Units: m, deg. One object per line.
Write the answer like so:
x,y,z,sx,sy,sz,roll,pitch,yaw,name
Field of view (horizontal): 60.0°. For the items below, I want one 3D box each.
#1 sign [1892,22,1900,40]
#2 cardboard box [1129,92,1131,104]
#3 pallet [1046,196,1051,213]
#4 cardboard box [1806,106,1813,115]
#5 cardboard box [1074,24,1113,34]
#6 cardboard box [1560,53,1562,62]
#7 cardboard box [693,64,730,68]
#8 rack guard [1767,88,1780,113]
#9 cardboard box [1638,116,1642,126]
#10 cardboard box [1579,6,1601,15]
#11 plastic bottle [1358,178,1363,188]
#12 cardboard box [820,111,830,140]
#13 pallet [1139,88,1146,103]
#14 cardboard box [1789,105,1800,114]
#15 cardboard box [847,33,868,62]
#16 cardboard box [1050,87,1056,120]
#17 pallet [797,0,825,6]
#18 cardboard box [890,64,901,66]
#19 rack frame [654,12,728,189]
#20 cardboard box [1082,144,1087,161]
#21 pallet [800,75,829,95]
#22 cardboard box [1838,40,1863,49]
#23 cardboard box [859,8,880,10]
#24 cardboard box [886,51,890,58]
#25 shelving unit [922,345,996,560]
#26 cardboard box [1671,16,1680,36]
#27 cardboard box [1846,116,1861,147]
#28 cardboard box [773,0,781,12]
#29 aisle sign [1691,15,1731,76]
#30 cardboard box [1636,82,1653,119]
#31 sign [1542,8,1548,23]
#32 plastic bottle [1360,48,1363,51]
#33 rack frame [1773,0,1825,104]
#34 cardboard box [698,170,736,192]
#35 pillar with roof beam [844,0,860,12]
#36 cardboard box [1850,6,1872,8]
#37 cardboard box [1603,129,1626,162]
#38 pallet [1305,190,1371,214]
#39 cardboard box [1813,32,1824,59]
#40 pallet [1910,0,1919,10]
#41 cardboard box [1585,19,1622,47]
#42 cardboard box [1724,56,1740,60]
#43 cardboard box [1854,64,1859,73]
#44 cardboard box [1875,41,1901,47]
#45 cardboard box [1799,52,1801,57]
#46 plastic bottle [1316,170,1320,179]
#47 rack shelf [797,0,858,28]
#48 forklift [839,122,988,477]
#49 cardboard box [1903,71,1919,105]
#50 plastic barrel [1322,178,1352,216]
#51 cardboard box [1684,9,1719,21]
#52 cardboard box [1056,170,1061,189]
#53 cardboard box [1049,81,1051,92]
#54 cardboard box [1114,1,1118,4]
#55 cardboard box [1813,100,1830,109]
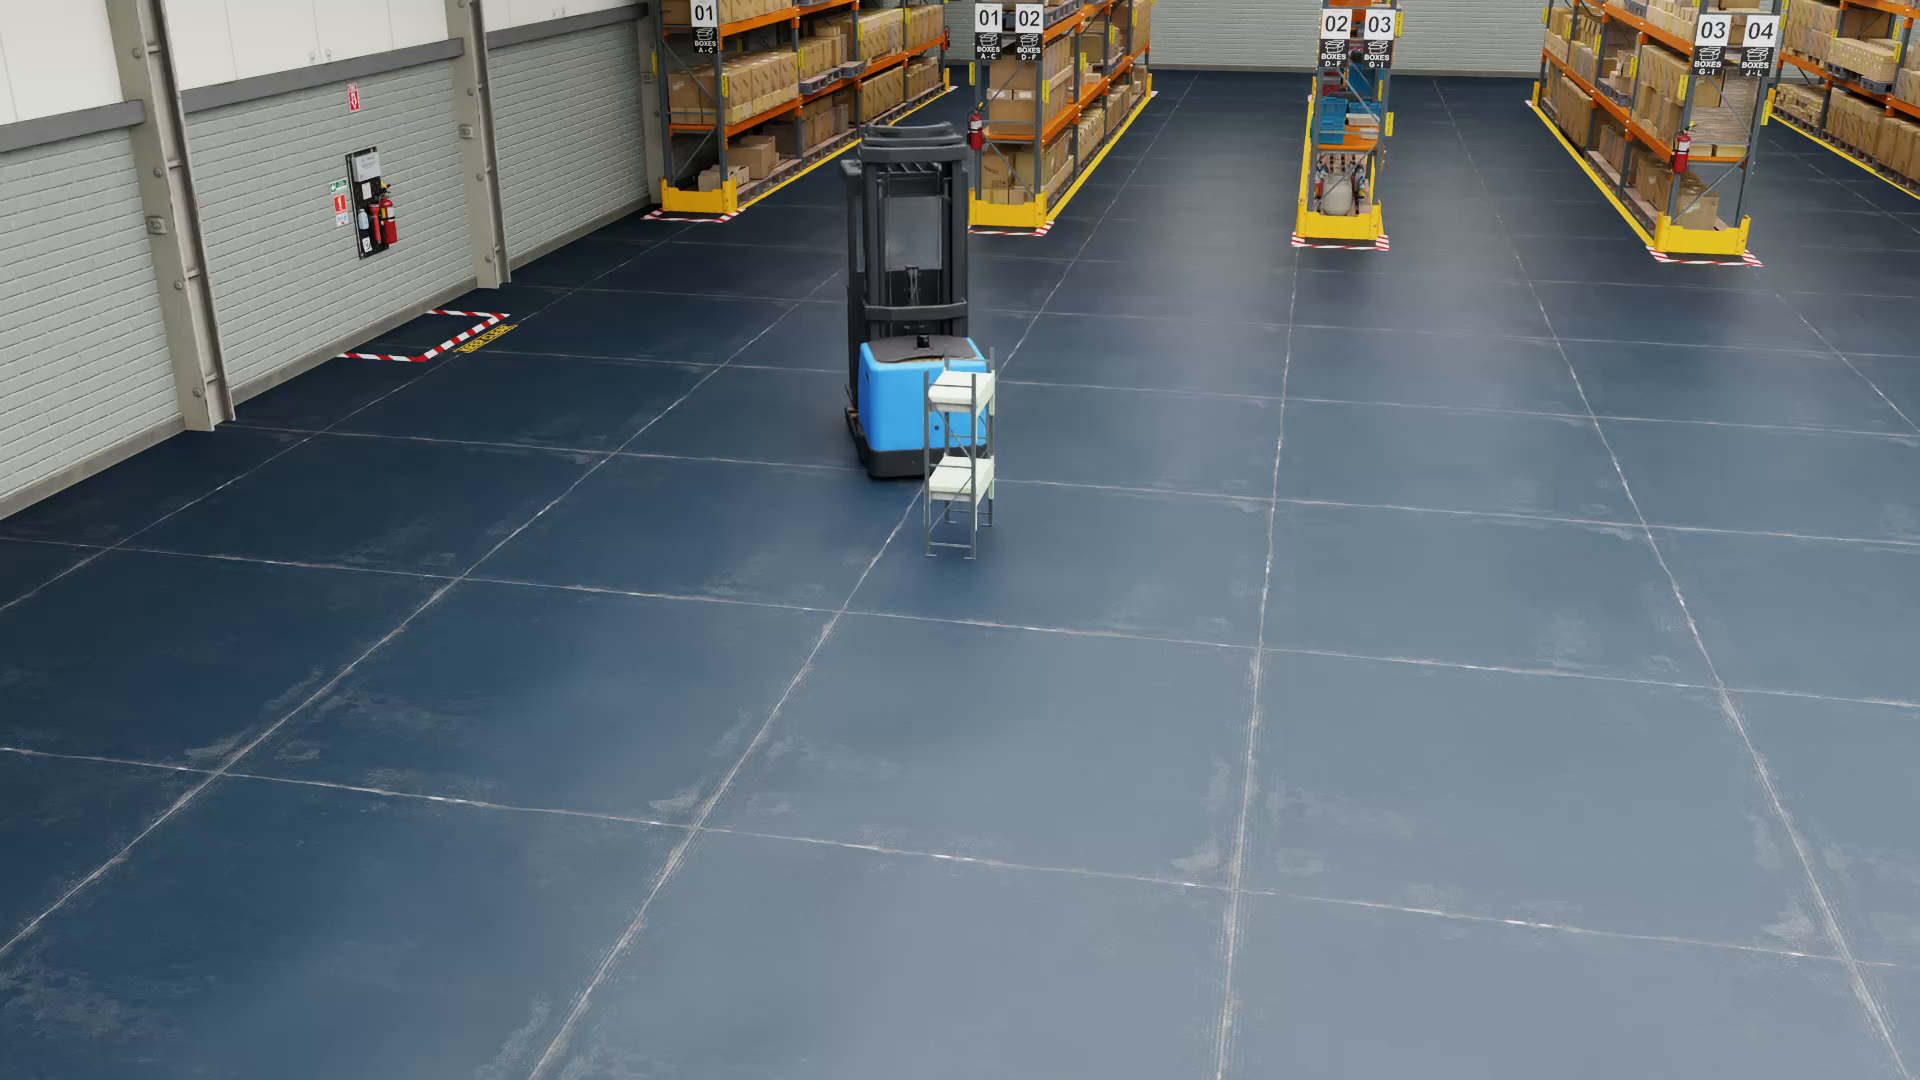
18.242,-9.920,32.419,0.100,0.325,0.005,4,22,11,sign
3.464,-9.689,36.407,0.500,0.311,0.500,4,22,11,cardboard box
0.833,-5.196,25.973,1.003,0.211,1.213,4,22,11,pallet
17.532,-8.773,33.977,0.380,0.149,0.250,4,22,9,cardboard box
2.772,-10.424,34.525,0.700,0.500,0.500,8,23,19,cardboard box
12.710,-10.047,34.621,0.380,0.149,0.250,4,22,10,cardboard box
-4.031,-7.432,26.962,0.500,0.500,0.500,4,22,9,cardboard box
18.499,-9.699,36.768,1.175,0.500,0.348,4,22,11,rack guard
10.805,-6.557,25.955,0.380,0.149,0.250,4,22,11,cardboard box
13.837,-11.520,36.741,0.500,0.500,0.500,5,22,12,cardboard box
6.331,-5.568,26.226,0.097,0.271,0.097,0,22,0,plastic bottle
-2.889,-7.923,31.767,0.700,0.500,0.500,4,22,11,cardboard box
3.805,-10.445,39.007,1.003,0.211,1.213,4,22,11,pallet
17.823,-9.128,35.258,0.380,0.149,0.250,3,22,8,cardboard box
-2.150,-9.861,33.263,0.500,0.500,0.500,5,22,13,cardboard box
1.139,-6.989,26.559,0.700,0.500,0.500,5,23,13,cardboard box
-3.086,-9.568,29.331,1.213,0.211,1.003,4,22,11,pallet
-1.496,-10.825,38.132,0.380,0.149,0.250,4,22,9,cardboard box
-4.133,-6.583,25.684,1.000,3.000,0.127,4,22,11,rack frame
1.964,-6.904,29.600,0.500,0.250,0.500,5,22,12,cardboard box
-3.018,-8.225,30.019,1.003,0.211,1.213,4,22,11,pallet
17.062,-9.473,31.838,0.380,0.149,0.250,5,22,11,cardboard box
-2.033,-11.365,35.994,0.500,0.250,0.500,5,23,13,cardboard box
-1.712,-10.348,35.343,0.380,0.149,0.250,4,22,11,cardboard box
-0.001,-0.693,13.067,0.431,1.500,0.755,4,22,11,shelving unit
10.476,-7.337,23.742,0.500,0.250,0.500,5,22,12,cardboard box
16.962,-7.641,31.095,0.500,0.500,0.500,3,22,9,cardboard box
-3.293,-9.105,27.771,0.500,0.500,0.500,3,22,6,cardboard box
10.108,-6.656,22.386,0.394,0.787,0.004,4,22,11,aisle sign
10.942,-6.757,25.585,0.875,0.500,0.500,4,22,11,cardboard box
13.138,-11.785,37.334,0.100,0.325,0.005,4,22,11,sign
8.110,-9.765,33.650,0.144,0.351,0.185,4,22,11,plastic bottle
18.515,-10.887,36.370,1.000,3.000,0.127,4,22,11,rack frame
-3.903,-5.786,26.715,0.500,0.311,0.500,2,22,5,cardboard box
1.827,-13.748,35.445,9.100,9.000,0.400,4,22,11,pillar with roof beam
18.120,-10.409,33.314,0.500,0.500,0.500,4,22,9,cardboard box
11.829,-6.970,29.402,0.700,0.500,0.500,3,22,6,cardboard box
5.958,-5.307,26.249,1.003,0.211,1.213,4,22,11,pallet
17.628,-9.996,33.627,0.500,0.500,0.500,4,22,9,cardboard box
16.803,-9.025,27.985,1.213,0.211,1.003,6,23,13,pallet
12.590,-9.866,32.359,0.797,0.503,0.637,5,22,12,cardboard box
11.099,-6.827,24.420,0.500,0.500,0.500,4,22,11,cardboard box
16.800,-8.723,30.772,0.380,0.149,0.250,5,23,13,cardboard box
17.699,-9.424,31.715,0.380,0.149,0.250,4,22,9,cardboard box
18.011,-10.284,35.209,0.380,0.149,0.250,4,22,10,cardboard box
5.648,-5.710,26.473,0.144,0.351,0.185,5,23,13,plastic bottle
-2.908,-9.835,30.706,1.077,0.370,4.000,4,22,11,rack shelf
-0.511,-2.425,15.451,1.130,2.935,3.031,-4,22,-9,forklift
16.425,-7.678,28.268,0.500,0.500,0.500,4,22,10,cardboard box
5.626,-5.115,24.807,0.421,0.512,0.421,0,22,0,plastic barrel
10.282,-7.277,23.059,0.380,0.149,0.250,3,22,9,cardboard box
1.353,-5.854,26.992,0.500,0.250,0.500,4,22,11,cardboard box
1.218,-7.059,25.863,0.380,0.149,0.250,4,22,9,cardboard box
3.221,-11.682,36.873,0.500,0.500,0.500,5,22,11,cardboard box
17.529,-8.819,33.692,0.380,0.149,0.250,5,22,12,cardboard box
